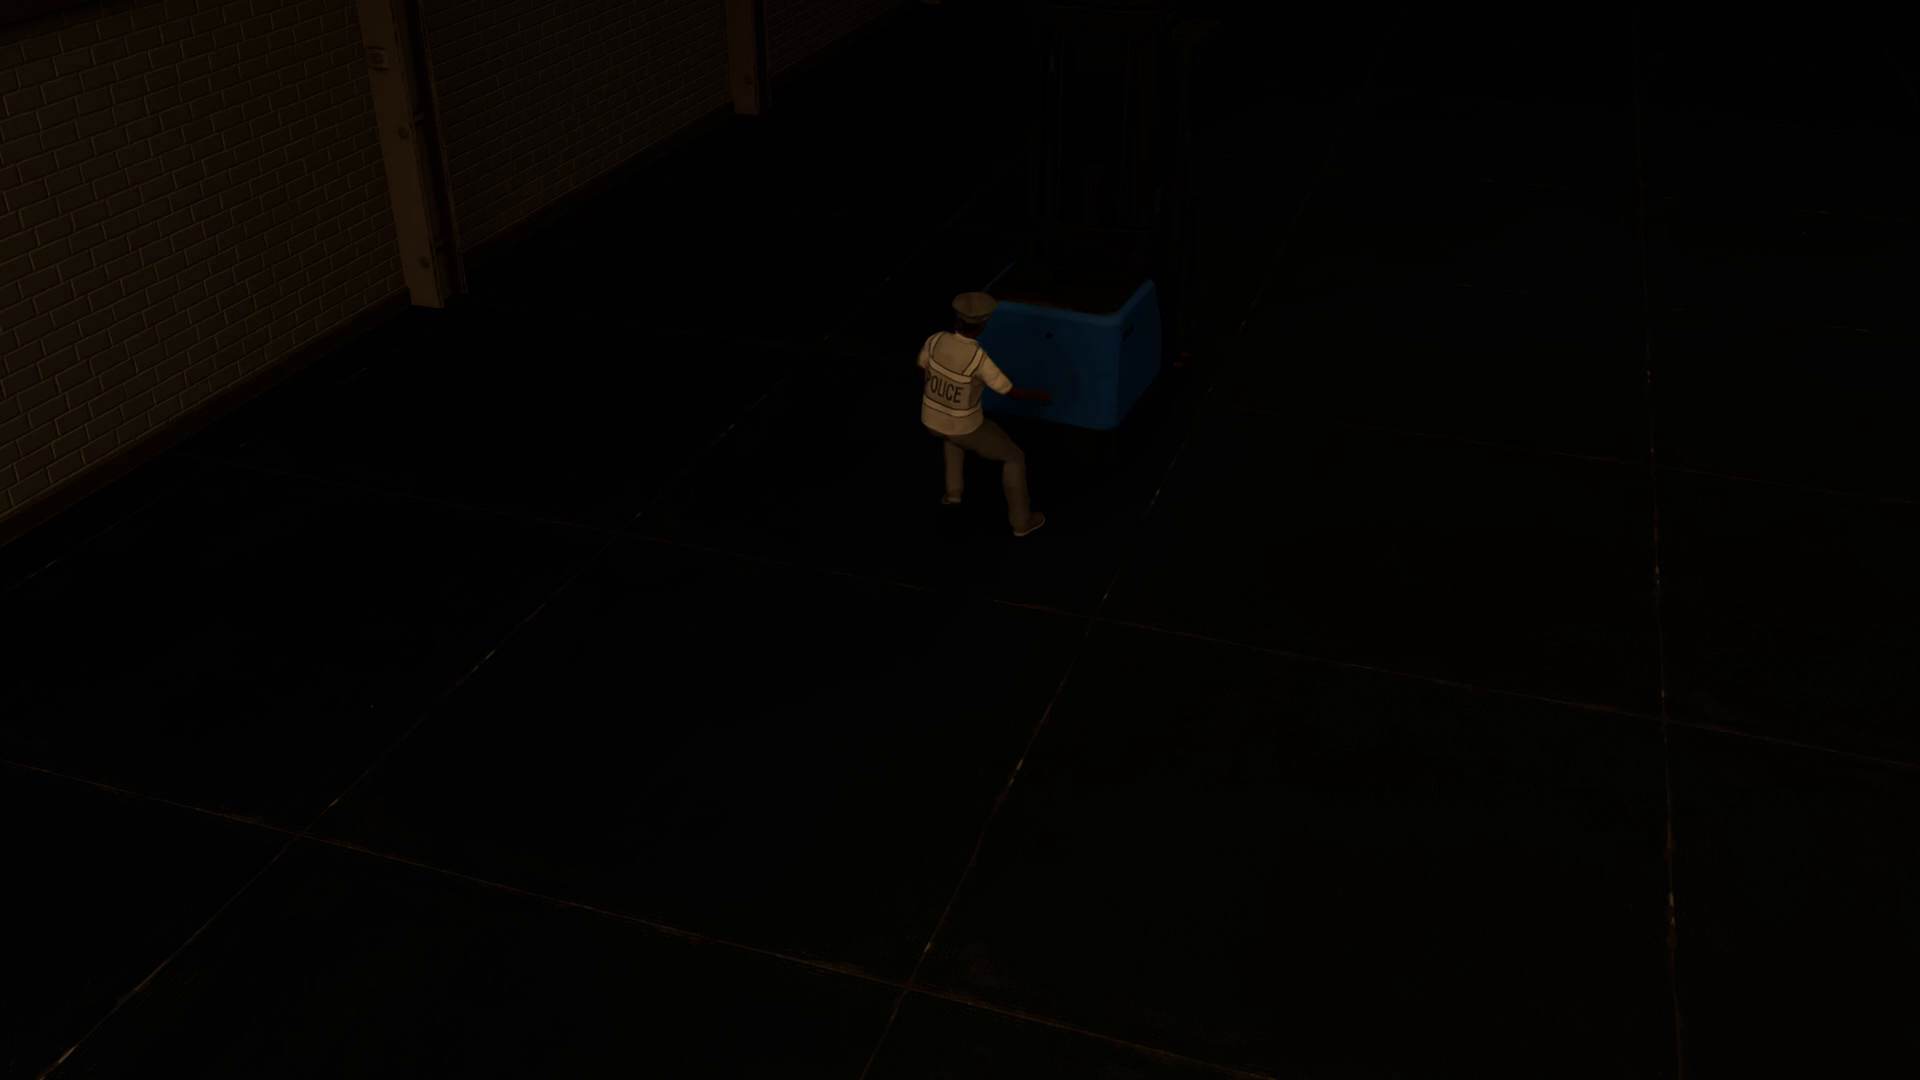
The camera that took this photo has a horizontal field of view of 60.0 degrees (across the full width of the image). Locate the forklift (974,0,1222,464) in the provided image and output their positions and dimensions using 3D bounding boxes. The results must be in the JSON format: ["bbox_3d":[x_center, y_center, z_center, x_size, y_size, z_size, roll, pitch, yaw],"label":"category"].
[{"bbox_3d":[1.092,-2.478,11.483,1.130,2.935,3.031,12,32,20],"label":"forklift"}]

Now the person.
[{"bbox_3d":[0.108,-0.786,9.946,0.779,1.510,0.666,19,35,29],"label":"person"}]
